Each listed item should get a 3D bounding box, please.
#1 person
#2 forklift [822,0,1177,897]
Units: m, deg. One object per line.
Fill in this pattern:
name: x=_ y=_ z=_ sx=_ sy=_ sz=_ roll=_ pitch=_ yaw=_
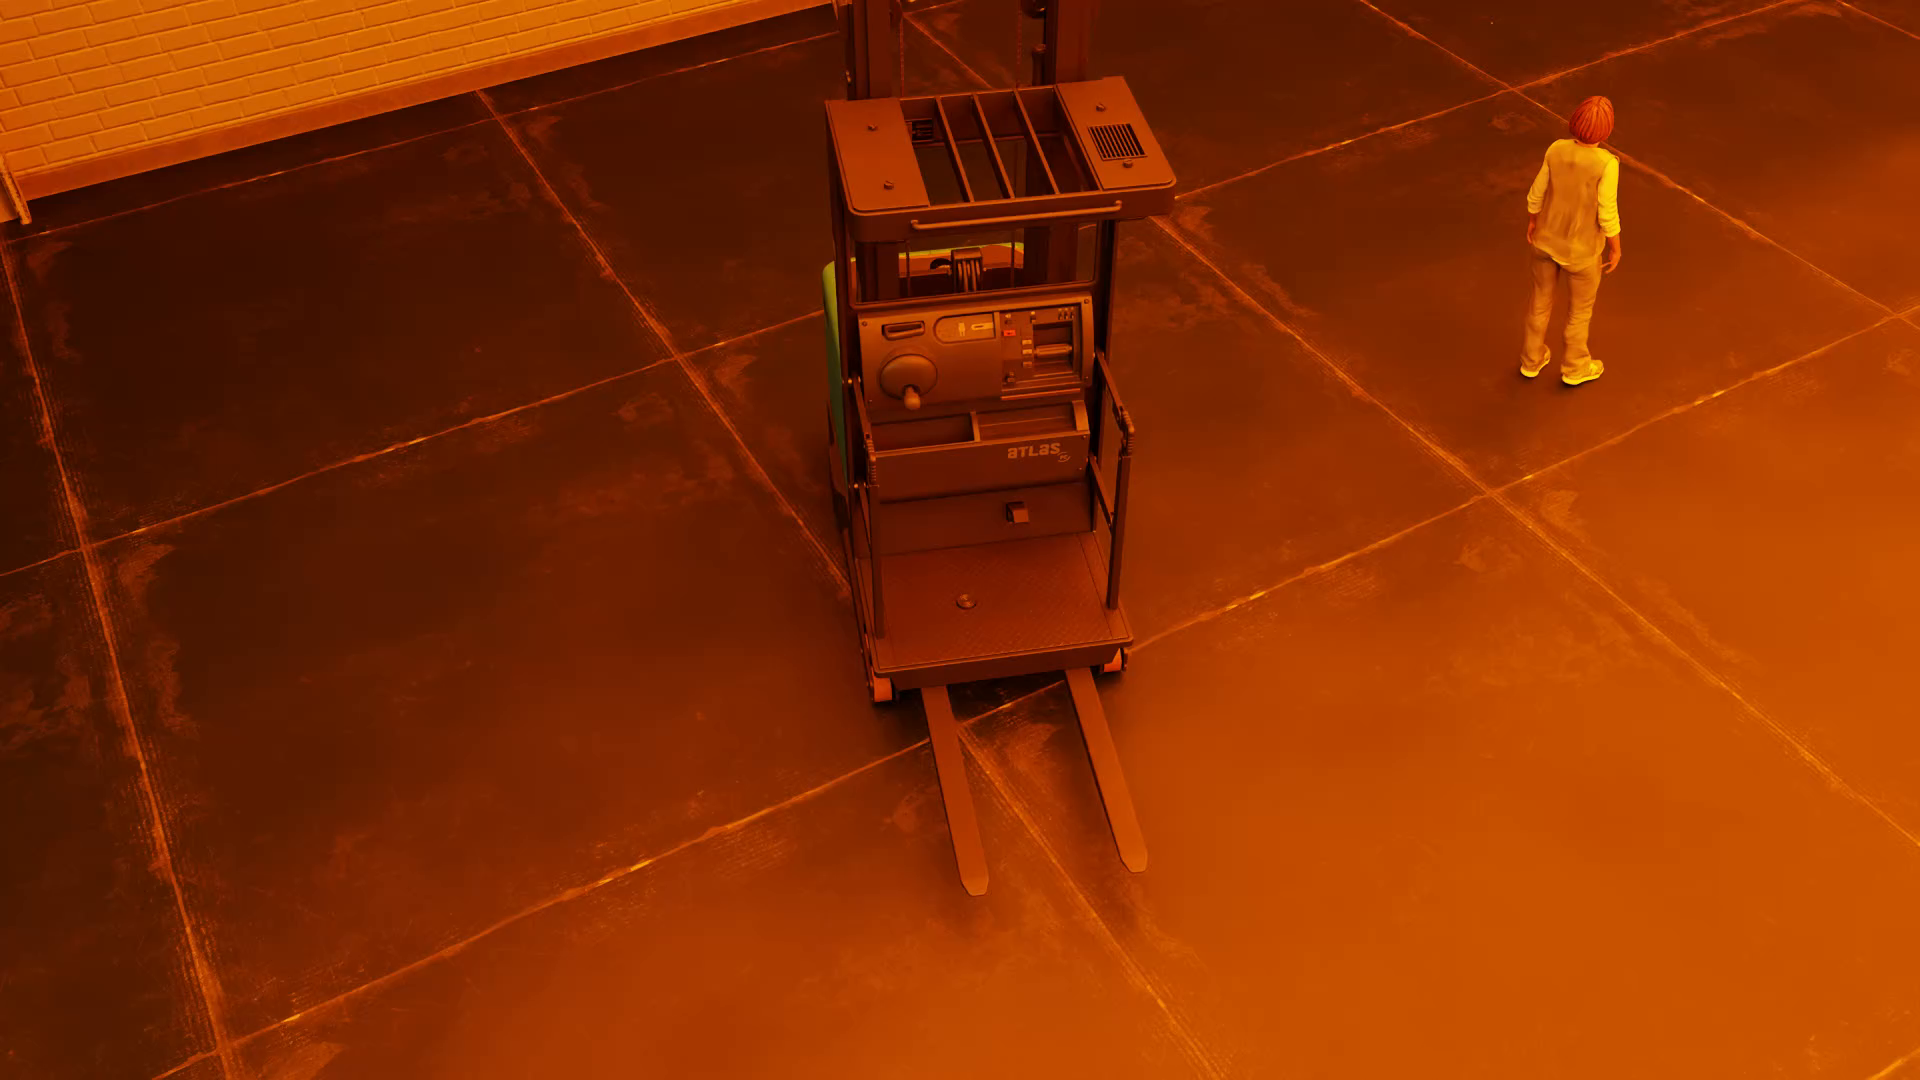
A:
person: x=3.073 y=-1.493 z=8.278 sx=0.475 sy=1.596 sz=0.520 roll=-33 pitch=52 yaw=-30
forklift: x=0.107 y=-0.654 z=6.403 sx=1.130 sy=2.935 sz=3.031 roll=-7 pitch=43 yaw=-7
